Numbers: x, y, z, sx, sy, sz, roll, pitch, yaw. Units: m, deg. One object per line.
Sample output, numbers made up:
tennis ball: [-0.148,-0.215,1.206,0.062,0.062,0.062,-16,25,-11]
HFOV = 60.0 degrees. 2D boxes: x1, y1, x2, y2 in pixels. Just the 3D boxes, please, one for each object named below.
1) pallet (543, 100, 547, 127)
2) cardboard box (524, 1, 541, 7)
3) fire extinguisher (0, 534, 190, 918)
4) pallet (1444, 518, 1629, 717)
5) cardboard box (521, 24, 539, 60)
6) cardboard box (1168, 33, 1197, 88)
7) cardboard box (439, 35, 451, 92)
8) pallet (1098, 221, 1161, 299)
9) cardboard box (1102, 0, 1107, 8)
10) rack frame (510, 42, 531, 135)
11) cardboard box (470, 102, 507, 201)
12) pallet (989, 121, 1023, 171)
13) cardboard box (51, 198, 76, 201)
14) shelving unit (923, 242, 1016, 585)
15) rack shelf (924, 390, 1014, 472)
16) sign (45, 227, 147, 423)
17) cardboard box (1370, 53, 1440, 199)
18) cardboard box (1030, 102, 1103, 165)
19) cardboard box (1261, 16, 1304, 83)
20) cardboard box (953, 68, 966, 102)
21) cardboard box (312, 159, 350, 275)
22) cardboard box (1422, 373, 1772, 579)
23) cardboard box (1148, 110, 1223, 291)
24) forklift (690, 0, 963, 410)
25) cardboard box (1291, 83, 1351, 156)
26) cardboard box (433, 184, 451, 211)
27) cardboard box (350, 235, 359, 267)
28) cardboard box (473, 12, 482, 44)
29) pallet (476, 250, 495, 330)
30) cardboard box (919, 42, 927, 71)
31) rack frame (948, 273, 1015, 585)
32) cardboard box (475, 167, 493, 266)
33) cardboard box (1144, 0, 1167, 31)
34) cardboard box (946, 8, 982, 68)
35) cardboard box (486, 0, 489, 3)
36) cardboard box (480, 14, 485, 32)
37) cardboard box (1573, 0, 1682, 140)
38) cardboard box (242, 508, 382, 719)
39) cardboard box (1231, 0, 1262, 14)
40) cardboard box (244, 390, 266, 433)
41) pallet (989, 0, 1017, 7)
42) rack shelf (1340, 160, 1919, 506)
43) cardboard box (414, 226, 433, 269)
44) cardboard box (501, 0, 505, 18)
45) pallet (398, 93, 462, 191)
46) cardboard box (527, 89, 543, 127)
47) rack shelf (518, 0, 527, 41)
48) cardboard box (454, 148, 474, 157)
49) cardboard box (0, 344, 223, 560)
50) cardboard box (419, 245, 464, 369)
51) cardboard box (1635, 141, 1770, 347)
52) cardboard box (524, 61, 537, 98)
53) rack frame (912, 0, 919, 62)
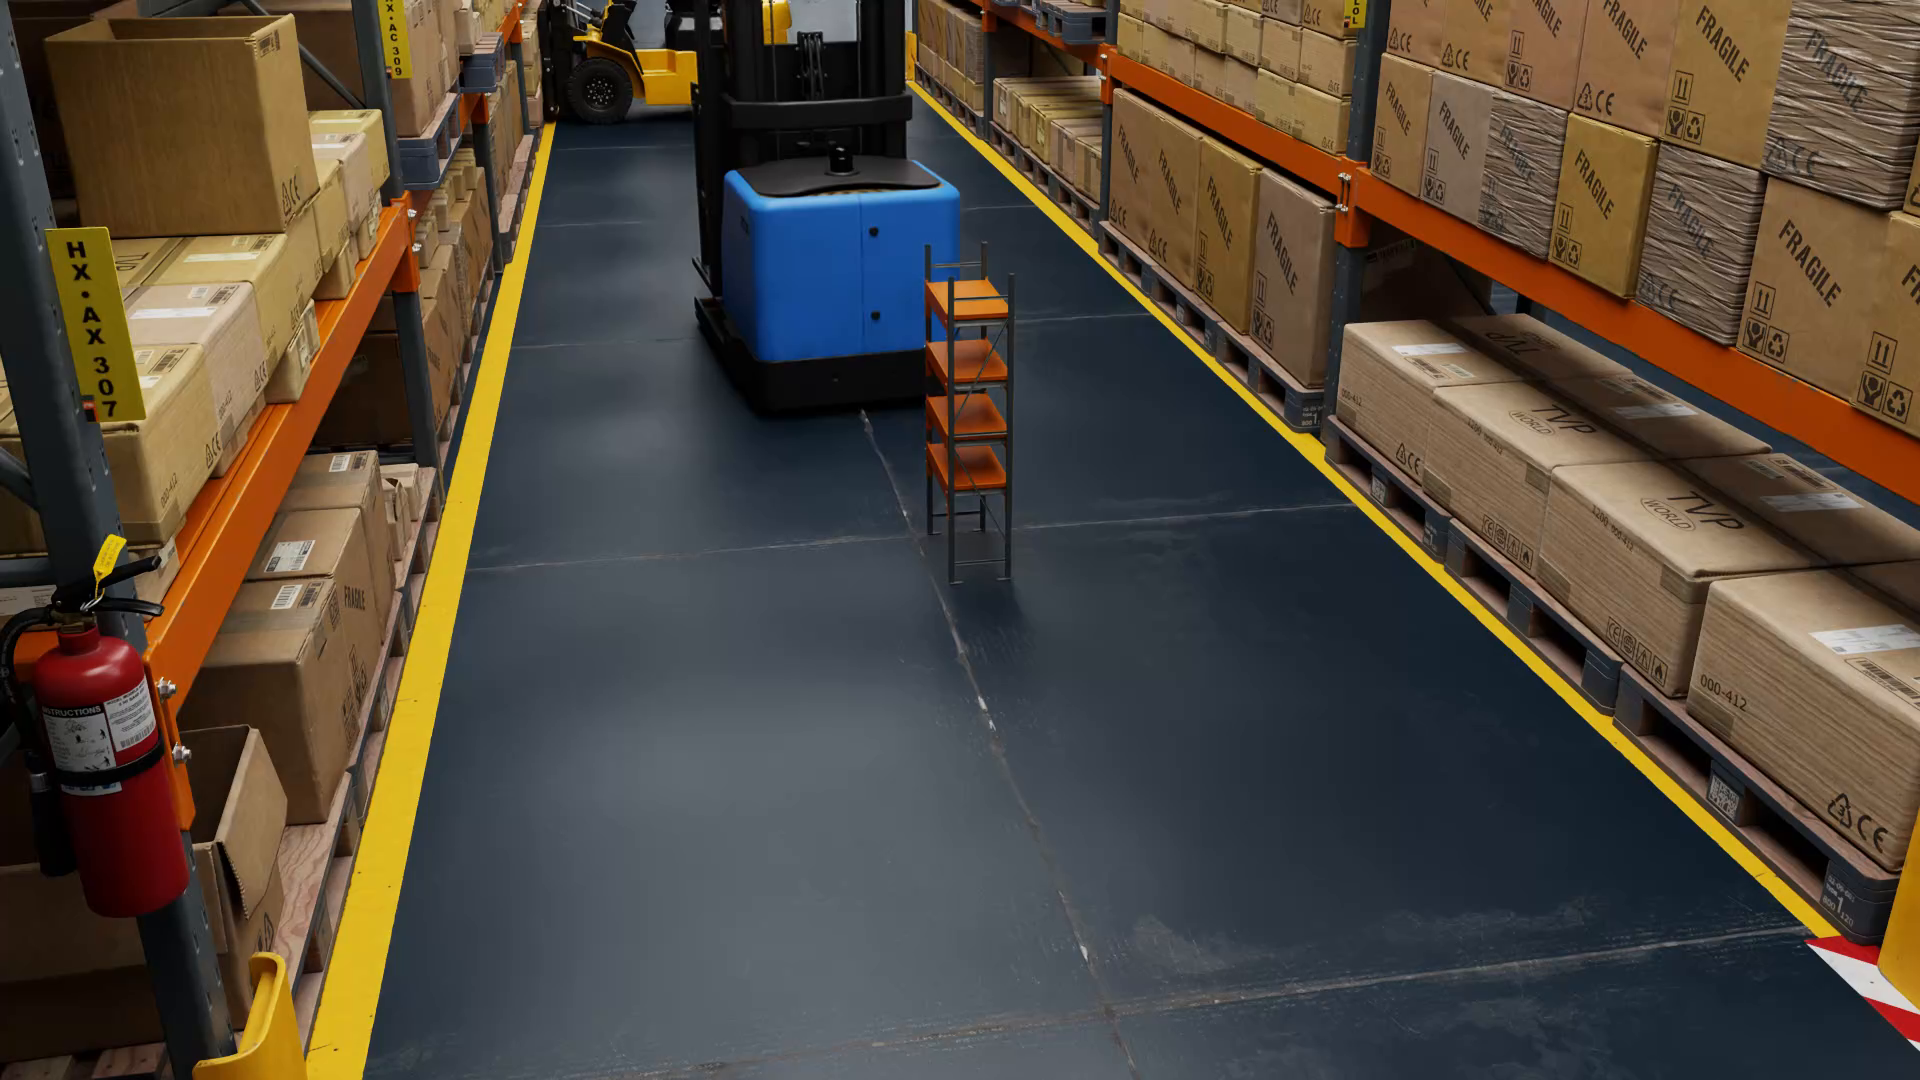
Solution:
pallet: [-4.501,-4.150,15.988,1.003,0.211,1.213,-4,24,-10]
cardboard box: [-4.413,-5.236,16.653,0.500,0.250,0.500,-4,24,-9]
fire extinguisher: [-1.465,0.319,2.834,0.296,0.674,0.183,-4,24,-10]
pallet: [2.484,0.211,6.004,1.003,0.211,1.213,-4,24,-10]
cardboard box: [-4.031,-4.437,14.822,0.500,0.250,0.500,-4,24,-10]
cardboard box: [1.498,-2.739,9.461,0.500,0.250,0.500,-4,24,-8]
cardboard box: [-2.566,-2.190,7.659,0.396,0.266,0.258,-3,24,-7]
pallet: [1.523,-1.833,10.683,1.003,0.211,1.213,-4,24,-10]
cardboard box: [1.160,-3.615,11.069,0.380,0.149,0.250,-3,24,-8]
rack frame: [-4.166,-4.631,13.605,1.000,3.000,0.127,-4,24,-10]
cardboard box: [-3.656,-2.664,11.545,0.875,0.625,0.625,-4,24,-8]
pallet: [0.857,-3.416,14.307,1.003,0.211,1.213,-4,24,-10]
cardboard box: [-2.667,-0.937,4.963,0.500,0.250,0.500,-4,24,-9]
shelving unit: [0.031,-0.485,6.361,0.258,1.200,0.503,-4,24,-10]
rack shelf: [0.031,-0.423,6.388,0.258,0.148,0.480,-4,24,-10]
sign: [-1.413,-0.348,2.717,0.100,0.325,0.005,-4,24,-10]
cardboard box: [2.020,-1.695,6.758,0.500,0.500,0.500,-4,24,-8]
cardboard box: [1.078,-3.226,13.147,0.950,0.372,0.625,-4,24,-8]
cardboard box: [1.771,-2.365,7.979,0.500,0.250,0.500,-4,24,-8]
cardboard box: [0.230,-4.353,15.881,0.500,0.250,0.500,-5,24,-11]
cardboard box: [-2.166,-0.976,5.053,0.500,0.250,0.500,-4,24,-10]
cardboard box: [2.368,-0.264,6.284,0.875,0.438,0.875,-5,24,-11]
cardboard box: [1.658,-2.016,9.748,0.875,0.875,0.875,-4,24,-9]
forklift: [-0.893,-2.535,8.892,1.130,2.935,3.031,-7,25,-15]
cardboard box: [1.860,-1.942,7.636,0.500,0.250,0.500,-5,24,-11]
cardboard box: [-2.949,-1.809,8.932,0.380,0.149,0.250,-5,24,-11]
cardboard box: [-2.216,-0.956,5.505,0.380,0.149,0.250,-4,24,-8]
cardboard box: [-2.928,-2.905,9.442,0.380,0.149,0.250,-4,24,-9]
pallet: [-3.325,-1.483,9.882,1.003,0.211,1.213,-4,24,-10]
cardboard box: [-0.151,-5.168,17.745,0.500,0.250,0.500,-5,24,-10]
rack frame: [0.076,-0.389,6.141,0.240,1.200,0.015,-4,24,-10]
cardboard box: [-3.137,-1.954,10.075,0.500,0.500,0.500,-4,24,-8]
cardboard box: [1.397,-3.166,9.813,0.500,0.250,0.500,-4,24,-8]
cardboard box: [0.147,-4.889,16.170,0.500,0.500,0.500,-3,24,-7]
cardboard box: [-3.359,-3.607,10.825,0.500,0.250,0.500,-4,24,-8]
cardboard box: [-3.268,-3.181,10.474,0.500,0.250,0.500,-4,24,-10]
cardboard box: [2.303,-1.552,5.181,0.500,0.500,0.500,-4,24,-10]
cardboard box: [-2.086,0.240,5.051,0.500,0.500,0.500,-4,24,-9]
cardboard box: [1.684,-2.918,8.309,0.500,0.500,0.500,-4,24,-8]
cardboard box: [-1.954,-0.351,4.119,0.380,0.149,0.250,-4,24,-9]
pallet: [0.710,-4.600,13.775,1.003,0.211,1.213,-4,24,-10]
rack shelf: [2.561,-0.737,5.588,1.077,0.370,4.000,-4,24,-10]
cardboard box: [-2.751,-1.400,7.996,0.380,0.149,0.250,-4,24,-10]
cardboard box: [-3.655,-3.988,12.321,0.500,0.250,0.500,-4,24,-9]
pallet: [-2.727,-1.719,7.177,1.003,0.211,1.213,-4,24,-10]
cardboard box: [-3.930,-3.778,14.563,0.500,0.250,0.500,-4,24,-9]
rack shelf: [-4.536,-5.088,15.550,1.077,0.370,4.000,-4,24,-10]
cardboard box: [-3.086,-2.226,9.887,0.380,0.149,0.250,-5,24,-12]
cardboard box: [-1.766,-0.177,3.223,0.500,0.250,0.500,-4,24,-9]
cardboard box: [-2.751,-1.143,8.218,0.500,0.500,0.500,-5,24,-11]
cardboard box: [2.399,-0.896,4.928,0.500,0.500,0.500,-4,24,-8]
cardboard box: [-3.952,-4.005,14.459,0.500,0.250,0.500,-4,24,-10]
rack frame: [-0.028,-6.573,18.052,1.000,3.000,0.127,-4,24,-10]
